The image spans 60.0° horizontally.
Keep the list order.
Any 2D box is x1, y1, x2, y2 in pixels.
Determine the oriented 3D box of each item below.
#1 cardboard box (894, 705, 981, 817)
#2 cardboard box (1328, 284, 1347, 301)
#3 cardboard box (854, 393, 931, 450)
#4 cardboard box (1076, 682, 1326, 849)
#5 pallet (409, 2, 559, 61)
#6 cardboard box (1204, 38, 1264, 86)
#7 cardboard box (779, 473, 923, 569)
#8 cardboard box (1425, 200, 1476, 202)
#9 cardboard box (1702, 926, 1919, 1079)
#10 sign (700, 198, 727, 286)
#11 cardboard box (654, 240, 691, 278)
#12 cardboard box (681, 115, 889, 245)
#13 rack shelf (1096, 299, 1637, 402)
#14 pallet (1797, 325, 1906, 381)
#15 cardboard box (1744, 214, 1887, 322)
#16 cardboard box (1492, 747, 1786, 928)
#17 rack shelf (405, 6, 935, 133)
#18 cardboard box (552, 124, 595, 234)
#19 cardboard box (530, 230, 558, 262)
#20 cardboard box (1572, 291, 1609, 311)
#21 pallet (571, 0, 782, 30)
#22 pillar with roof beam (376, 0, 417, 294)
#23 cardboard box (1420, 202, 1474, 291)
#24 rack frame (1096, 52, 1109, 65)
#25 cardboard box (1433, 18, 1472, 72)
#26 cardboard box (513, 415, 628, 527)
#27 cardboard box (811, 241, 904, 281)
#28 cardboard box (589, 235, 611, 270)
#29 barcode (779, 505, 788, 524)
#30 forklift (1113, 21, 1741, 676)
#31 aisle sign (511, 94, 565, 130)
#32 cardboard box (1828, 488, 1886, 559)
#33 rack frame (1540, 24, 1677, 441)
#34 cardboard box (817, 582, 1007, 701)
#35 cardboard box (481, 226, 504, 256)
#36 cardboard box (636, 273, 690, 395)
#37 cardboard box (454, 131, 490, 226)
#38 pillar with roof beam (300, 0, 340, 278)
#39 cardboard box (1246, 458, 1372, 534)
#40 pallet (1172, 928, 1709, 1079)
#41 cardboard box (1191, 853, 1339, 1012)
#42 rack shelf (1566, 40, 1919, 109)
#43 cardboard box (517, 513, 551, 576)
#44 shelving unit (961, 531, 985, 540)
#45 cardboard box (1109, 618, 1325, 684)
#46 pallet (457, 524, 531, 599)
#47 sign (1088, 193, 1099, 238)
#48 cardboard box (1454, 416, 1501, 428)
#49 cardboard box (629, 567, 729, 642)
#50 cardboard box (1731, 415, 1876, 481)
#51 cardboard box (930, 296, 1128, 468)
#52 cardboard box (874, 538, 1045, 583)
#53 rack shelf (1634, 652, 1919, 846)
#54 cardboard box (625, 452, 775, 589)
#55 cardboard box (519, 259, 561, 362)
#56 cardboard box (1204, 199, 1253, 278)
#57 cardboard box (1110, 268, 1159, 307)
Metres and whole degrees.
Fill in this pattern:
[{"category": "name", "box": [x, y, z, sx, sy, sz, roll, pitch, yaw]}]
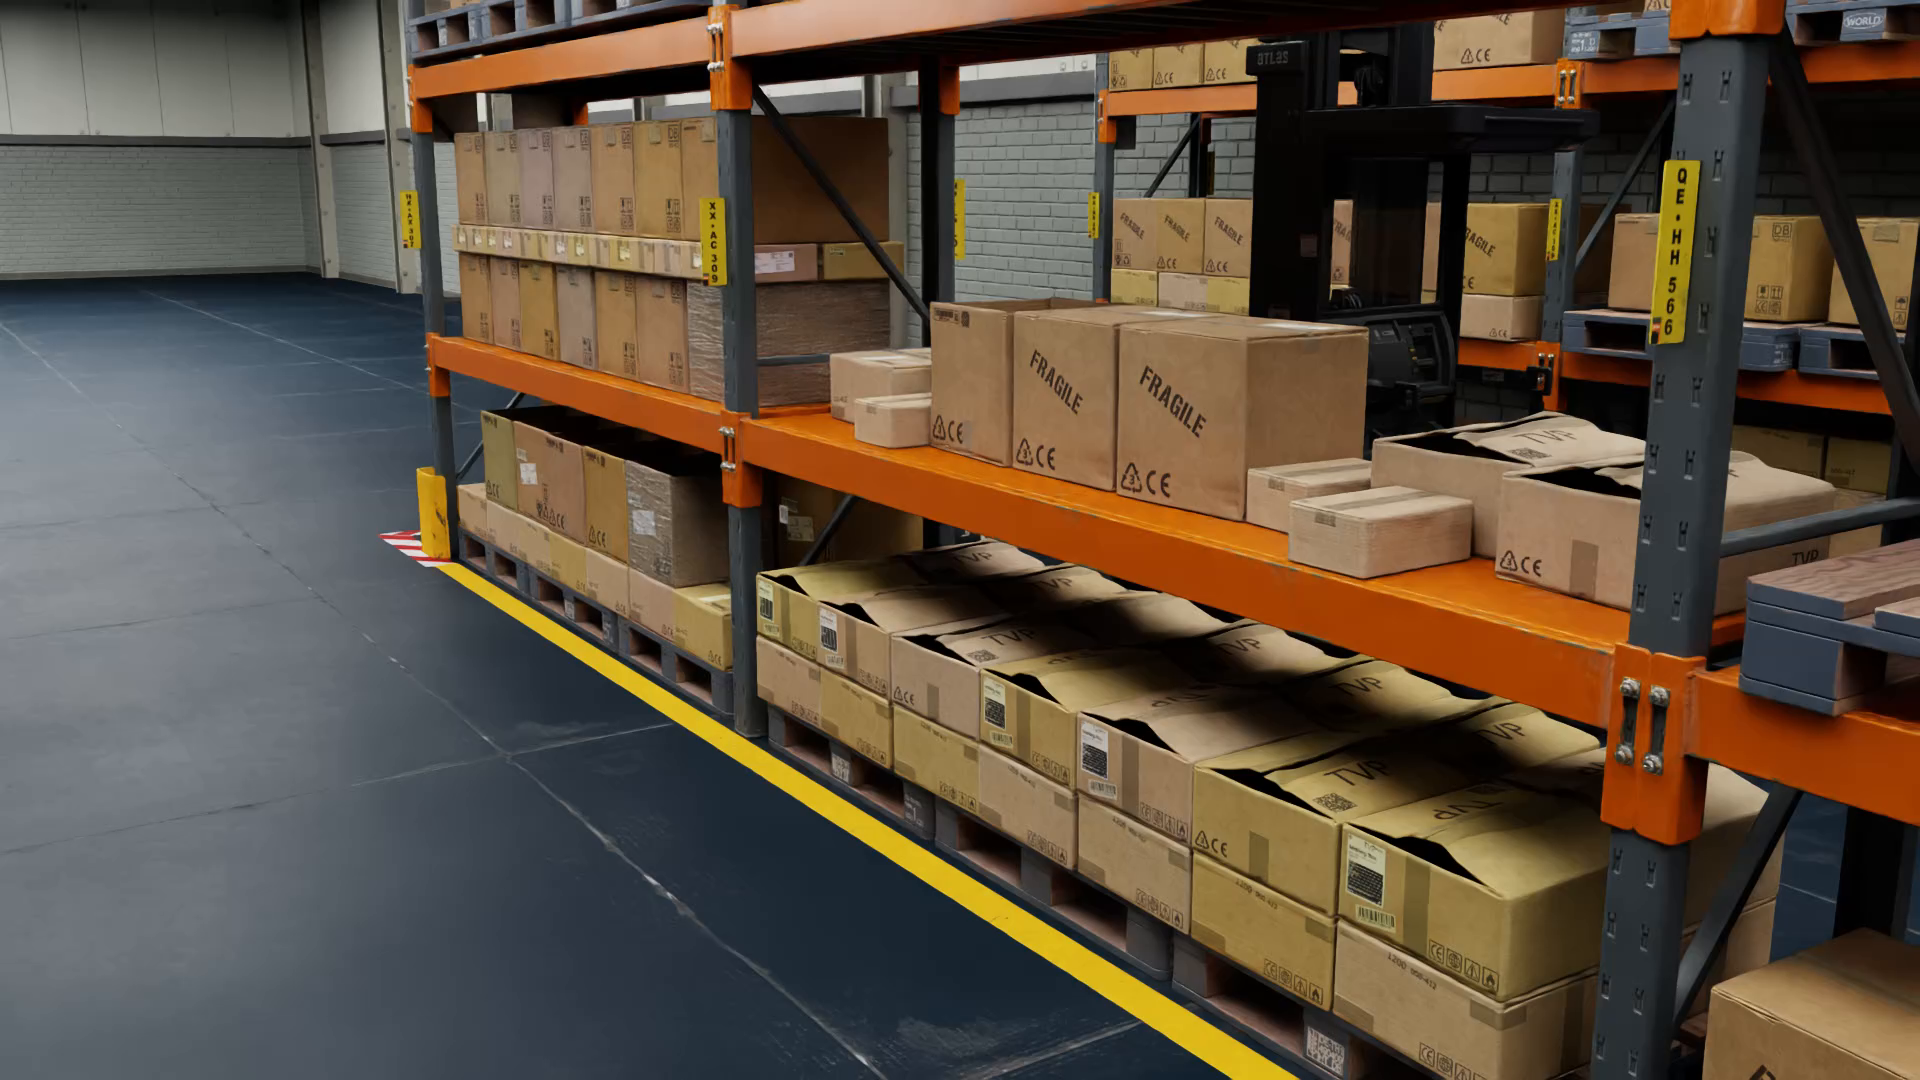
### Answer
[{"category": "cardboard box", "box": [0.120, 0.693, 5.626, 0.500, 0.250, 0.500, -9, 15, -34]}, {"category": "cardboard box", "box": [2.577, -1.478, 10.405, 0.500, 0.250, 0.500, -8, 15, -33]}, {"category": "cardboard box", "box": [-0.148, -0.425, 5.871, 0.380, 0.149, 0.250, -8, 15, -33]}, {"category": "cardboard box", "box": [0.681, 0.600, 4.735, 0.500, 0.311, 0.500, -8, 15, -33]}, {"category": "pallet", "box": [-2.315, -2.734, 9.029, 1.003, 0.211, 1.213, -8, 15, -33]}, {"category": "cardboard box", "box": [1.973, -3.271, 10.996, 0.500, 0.500, 0.500, -7, 14, -30]}, {"category": "cardboard box", "box": [-0.465, -0.077, 7.391, 0.500, 0.500, 0.500, -8, 15, -33]}, {"category": "cardboard box", "box": [3.011, -1.909, 10.620, 0.500, 0.500, 0.500, -8, 14, -31]}, {"category": "cardboard box", "box": [1.761, 1.103, 3.118, 0.500, 0.500, 0.500, -7, 14, -30]}, {"category": "sign", "box": [-0.930, -1.125, 6.273, 0.100, 0.325, 0.005, -8, 15, -33]}, {"category": "cardboard box", "box": [-1.081, -1.209, 7.115, 0.380, 0.149, 0.250, -9, 15, -34]}, {"category": "cardboard box", "box": [-0.720, -1.490, 6.884, 0.700, 0.500, 0.500, -8, 15, -32]}, {"category": "rack shelf", "box": [2.545, -1.321, 11.063, 1.077, 0.370, 4.000, -8, 15, -33]}, {"category": "pallet", "box": [4.738, -0.858, 7.715, 1.003, 0.211, 1.213, -8, 15, -33]}, {"category": "cardboard box", "box": [4.210, -1.385, 8.411, 0.700, 0.500, 0.500, -6, 14, -27]}, {"category": "cardboard box", "box": [1.701, 0.718, 4.196, 0.500, 0.311, 0.500, -8, 14, -31]}, {"category": "rack shelf", "box": [-1.577, -2.199, 8.059, 1.077, 0.370, 4.000, -8, 15, -33]}, {"category": "cardboard box", "box": [-1.554, -1.758, 8.108, 0.700, 0.500, 0.500, -8, 15, -33]}, {"category": "cardboard box", "box": [-1.932, -1.482, 8.367, 0.380, 0.149, 0.250, -8, 15, -33]}, {"category": "cardboard box", "box": [3.571, -1.362, 9.872, 0.500, 0.250, 0.500, -8, 15, -32]}, {"category": "pallet", "box": [-0.963, -2.300, 7.044, 1.003, 0.211, 1.213, -8, 15, -33]}, {"category": "pillar with roof beam", "box": [-14.337, -8.695, 29.059, 9.100, 9.000, 0.400, -8, 15, -33]}, {"category": "cardboard box", "box": [2.852, -1.755, 9.914, 0.500, 0.500, 0.500, -8, 15, -33]}, {"category": "rack frame", "box": [1.437, -4.958, 11.972, 1.000, 3.000, 0.127, -8, 15, -33]}, {"category": "cardboard box", "box": [2.898, -2.992, 9.722, 0.500, 0.500, 0.500, -10, 16, -37]}, {"category": "cardboard box", "box": [-2.007, -0.371, 8.736, 0.500, 0.500, 0.500, -8, 15, -33]}, {"category": "cardboard box", "box": [-0.457, -1.166, 6.919, 0.380, 0.149, 0.250, -8, 15, -33]}, {"category": "cardboard box", "box": [-1.500, -1.344, 7.734, 0.380, 0.149, 0.250, -8, 14, -31]}, {"category": "barcode", "box": [-0.674, -0.097, 6.360, 0.001, 0.075, 0.075, -8, 15, -33]}, {"category": "forklift", "box": [2.107, -0.875, 7.503, 1.130, 2.935, 3.031, -10, 16, -38]}, {"category": "aisle sign", "box": [-2.477, -2.757, 9.863, 0.394, 0.787, 0.004, -8, 15, -33]}, {"category": "cardboard box", "box": [4.652, 0.000, 8.160, 0.700, 0.500, 0.500, -8, 15, -32]}, {"category": "rack frame", "box": [3.653, -1.316, 9.360, 1.000, 3.000, 0.127, -8, 15, -33]}, {"category": "cardboard box", "box": [-0.175, 0.327, 5.984, 0.500, 0.311, 0.500, -8, 15, -33]}, {"category": "cardboard box", "box": [-2.362, -1.620, 8.996, 0.380, 0.149, 0.250, -8, 15, -33]}, {"category": "cardboard box", "box": [-1.018, -0.949, 7.448, 0.700, 0.500, 0.500, -8, 15, -33]}, {"category": "cardboard box", "box": [-2.408, -2.029, 9.350, 0.700, 0.500, 0.500, -8, 15, -33]}, {"category": "pillar with roof beam", "box": [-17.661, -9.762, 33.939, 9.100, 9.000, 0.400, -8, 15, -33]}, {"category": "cardboard box", "box": [0.994, -0.115, 4.456, 0.380, 0.149, 0.250, -7, 14, -29]}, {"category": "pallet", "box": [1.323, 1.193, 4.411, 1.003, 0.211, 1.213, -8, 15, -33]}, {"category": "cardboard box", "box": [0.964, 0.964, 4.385, 0.500, 0.250, 0.500, -8, 15, -33]}, {"category": "rack shelf", "box": [4.761, -2.075, 7.490, 1.077, 0.370, 4.000, -8, 15, -33]}, {"category": "cardboard box", "box": [-2.017, -0.003, 8.809, 0.500, 0.250, 0.500, -8, 15, -33]}, {"category": "shelving unit", "box": [0.092, -0.557, 10.099, 0.258, 1.200, 0.503, -8, 15, -33]}, {"category": "cardboard box", "box": [0.837, 0.444, 5.453, 0.500, 0.311, 0.500, -8, 15, -33]}, {"category": "pallet", "box": [-2.227, 0.052, 9.627, 1.003, 0.211, 1.213, -8, 15, -33]}, {"category": "sign", "box": [0.985, -2.386, 12.227, 0.100, 0.325, 0.005, -8, 15, -33]}, {"category": "cardboard box", "box": [3.044, -0.490, 10.402, 0.500, 0.500, 0.500, -9, 16, -37]}, {"category": "cardboard box", "box": [-1.177, 0.262, 7.595, 0.500, 0.250, 0.500, -8, 15, -33]}, {"category": "cardboard box", "box": [4.321, -0.470, 8.554, 0.500, 0.250, 0.500, -8, 15, -34]}, {"category": "cardboard box", "box": [0.235, -0.546, 5.603, 0.500, 0.500, 0.500, -7, 14, -29]}, {"category": "cardboard box", "box": [-0.006, 0.173, 6.690, 0.500, 0.311, 0.500, -8, 15, -33]}, {"category": "rack shelf", "box": [2.855, 0.689, 1.873, 1.077, 0.370, 4.000, -8, 15, -33]}, {"category": "cardboard box", "box": [-1.175, -0.104, 7.516, 0.500, 0.500, 0.500, -8, 15, -33]}, {"category": "cardboard box", "box": [-1.872, -1.223, 8.700, 0.700, 0.500, 0.500, -8, 15, -32]}, {"category": "cardboard box", "box": [1.997, -2.028, 11.165, 0.500, 0.500, 0.500, -9, 15, -35]}, {"category": "cardboard box", "box": [1.443, -1.840, 12.058, 0.500, 0.250, 0.500, -9, 15, -34]}]
